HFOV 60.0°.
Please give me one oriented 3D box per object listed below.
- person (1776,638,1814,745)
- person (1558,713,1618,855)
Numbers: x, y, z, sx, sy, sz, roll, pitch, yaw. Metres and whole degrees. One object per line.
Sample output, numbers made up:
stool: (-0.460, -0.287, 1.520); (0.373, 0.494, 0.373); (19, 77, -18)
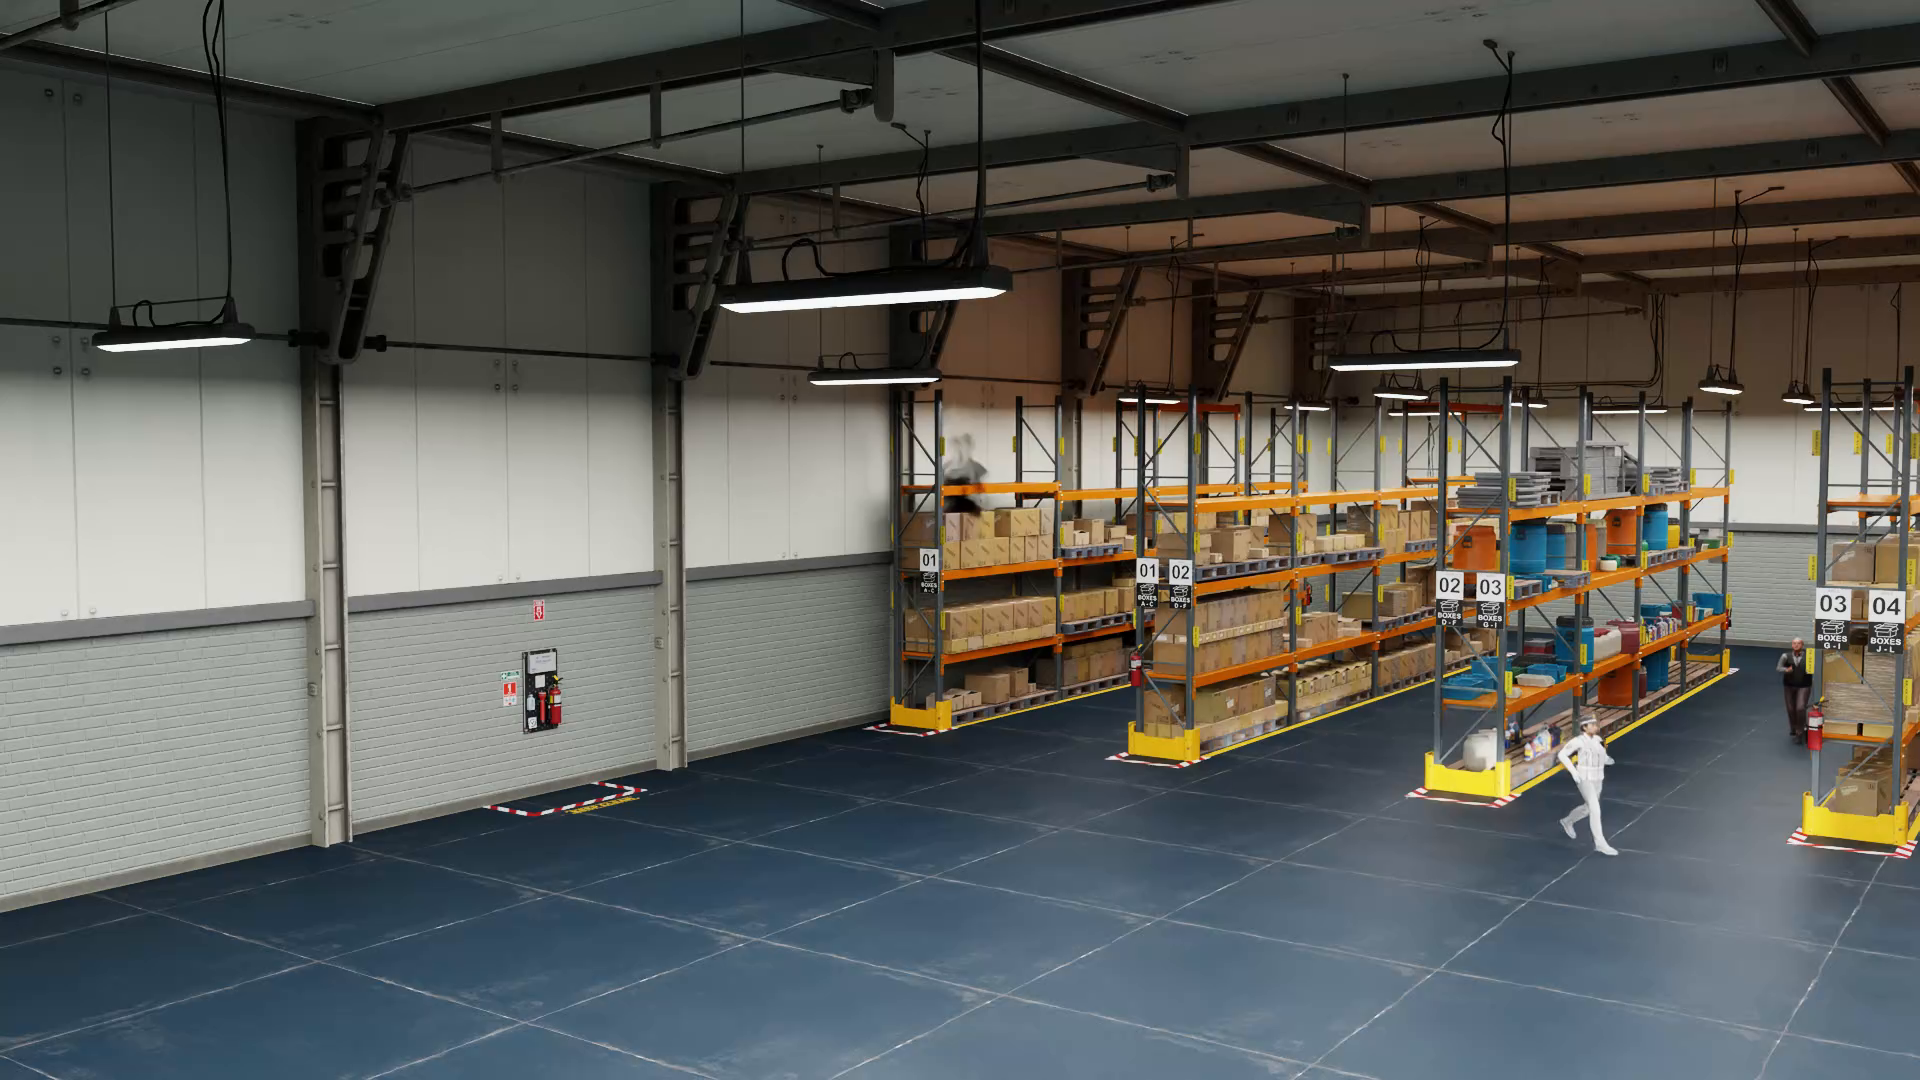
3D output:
person: (14.220, 2.543, 28.246); (0.633, 1.772, 0.821); (3, 4, 38)
person: (7.792, 2.975, 20.593); (0.613, 1.678, 0.922); (-2, 4, -29)
